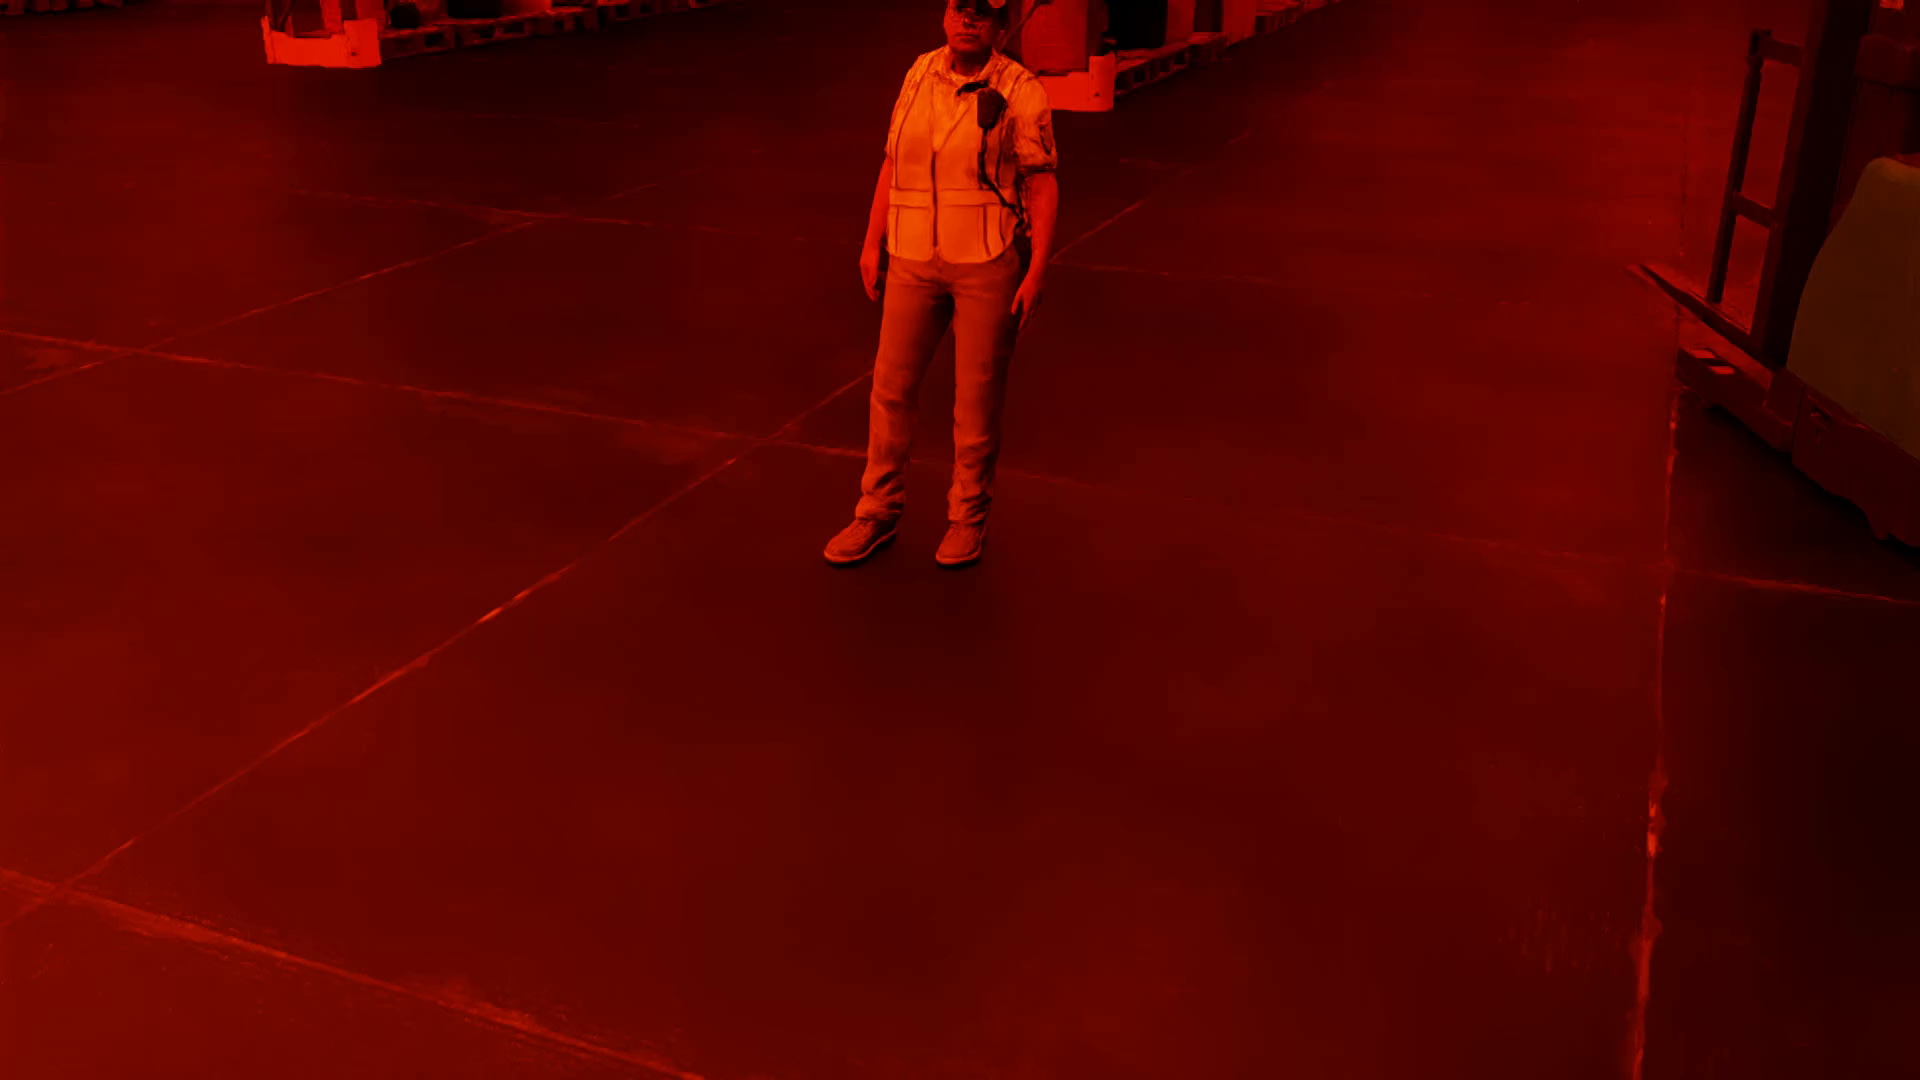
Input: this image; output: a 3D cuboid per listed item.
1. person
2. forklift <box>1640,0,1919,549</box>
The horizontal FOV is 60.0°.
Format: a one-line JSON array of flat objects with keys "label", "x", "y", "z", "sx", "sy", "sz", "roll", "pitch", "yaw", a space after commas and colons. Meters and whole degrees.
[{"label": "person", "x": -0.050, "y": -0.752, "z": 4.712, "sx": 0.598, "sy": 1.669, "sz": 0.529, "roll": 9, "pitch": 24, "yaw": 21}, {"label": "forklift", "x": 3.353, "y": -1.819, "z": 5.643, "sx": 1.130, "sy": 2.935, "sz": 3.031, "roll": 1, "pitch": 23, "yaw": 2}]
